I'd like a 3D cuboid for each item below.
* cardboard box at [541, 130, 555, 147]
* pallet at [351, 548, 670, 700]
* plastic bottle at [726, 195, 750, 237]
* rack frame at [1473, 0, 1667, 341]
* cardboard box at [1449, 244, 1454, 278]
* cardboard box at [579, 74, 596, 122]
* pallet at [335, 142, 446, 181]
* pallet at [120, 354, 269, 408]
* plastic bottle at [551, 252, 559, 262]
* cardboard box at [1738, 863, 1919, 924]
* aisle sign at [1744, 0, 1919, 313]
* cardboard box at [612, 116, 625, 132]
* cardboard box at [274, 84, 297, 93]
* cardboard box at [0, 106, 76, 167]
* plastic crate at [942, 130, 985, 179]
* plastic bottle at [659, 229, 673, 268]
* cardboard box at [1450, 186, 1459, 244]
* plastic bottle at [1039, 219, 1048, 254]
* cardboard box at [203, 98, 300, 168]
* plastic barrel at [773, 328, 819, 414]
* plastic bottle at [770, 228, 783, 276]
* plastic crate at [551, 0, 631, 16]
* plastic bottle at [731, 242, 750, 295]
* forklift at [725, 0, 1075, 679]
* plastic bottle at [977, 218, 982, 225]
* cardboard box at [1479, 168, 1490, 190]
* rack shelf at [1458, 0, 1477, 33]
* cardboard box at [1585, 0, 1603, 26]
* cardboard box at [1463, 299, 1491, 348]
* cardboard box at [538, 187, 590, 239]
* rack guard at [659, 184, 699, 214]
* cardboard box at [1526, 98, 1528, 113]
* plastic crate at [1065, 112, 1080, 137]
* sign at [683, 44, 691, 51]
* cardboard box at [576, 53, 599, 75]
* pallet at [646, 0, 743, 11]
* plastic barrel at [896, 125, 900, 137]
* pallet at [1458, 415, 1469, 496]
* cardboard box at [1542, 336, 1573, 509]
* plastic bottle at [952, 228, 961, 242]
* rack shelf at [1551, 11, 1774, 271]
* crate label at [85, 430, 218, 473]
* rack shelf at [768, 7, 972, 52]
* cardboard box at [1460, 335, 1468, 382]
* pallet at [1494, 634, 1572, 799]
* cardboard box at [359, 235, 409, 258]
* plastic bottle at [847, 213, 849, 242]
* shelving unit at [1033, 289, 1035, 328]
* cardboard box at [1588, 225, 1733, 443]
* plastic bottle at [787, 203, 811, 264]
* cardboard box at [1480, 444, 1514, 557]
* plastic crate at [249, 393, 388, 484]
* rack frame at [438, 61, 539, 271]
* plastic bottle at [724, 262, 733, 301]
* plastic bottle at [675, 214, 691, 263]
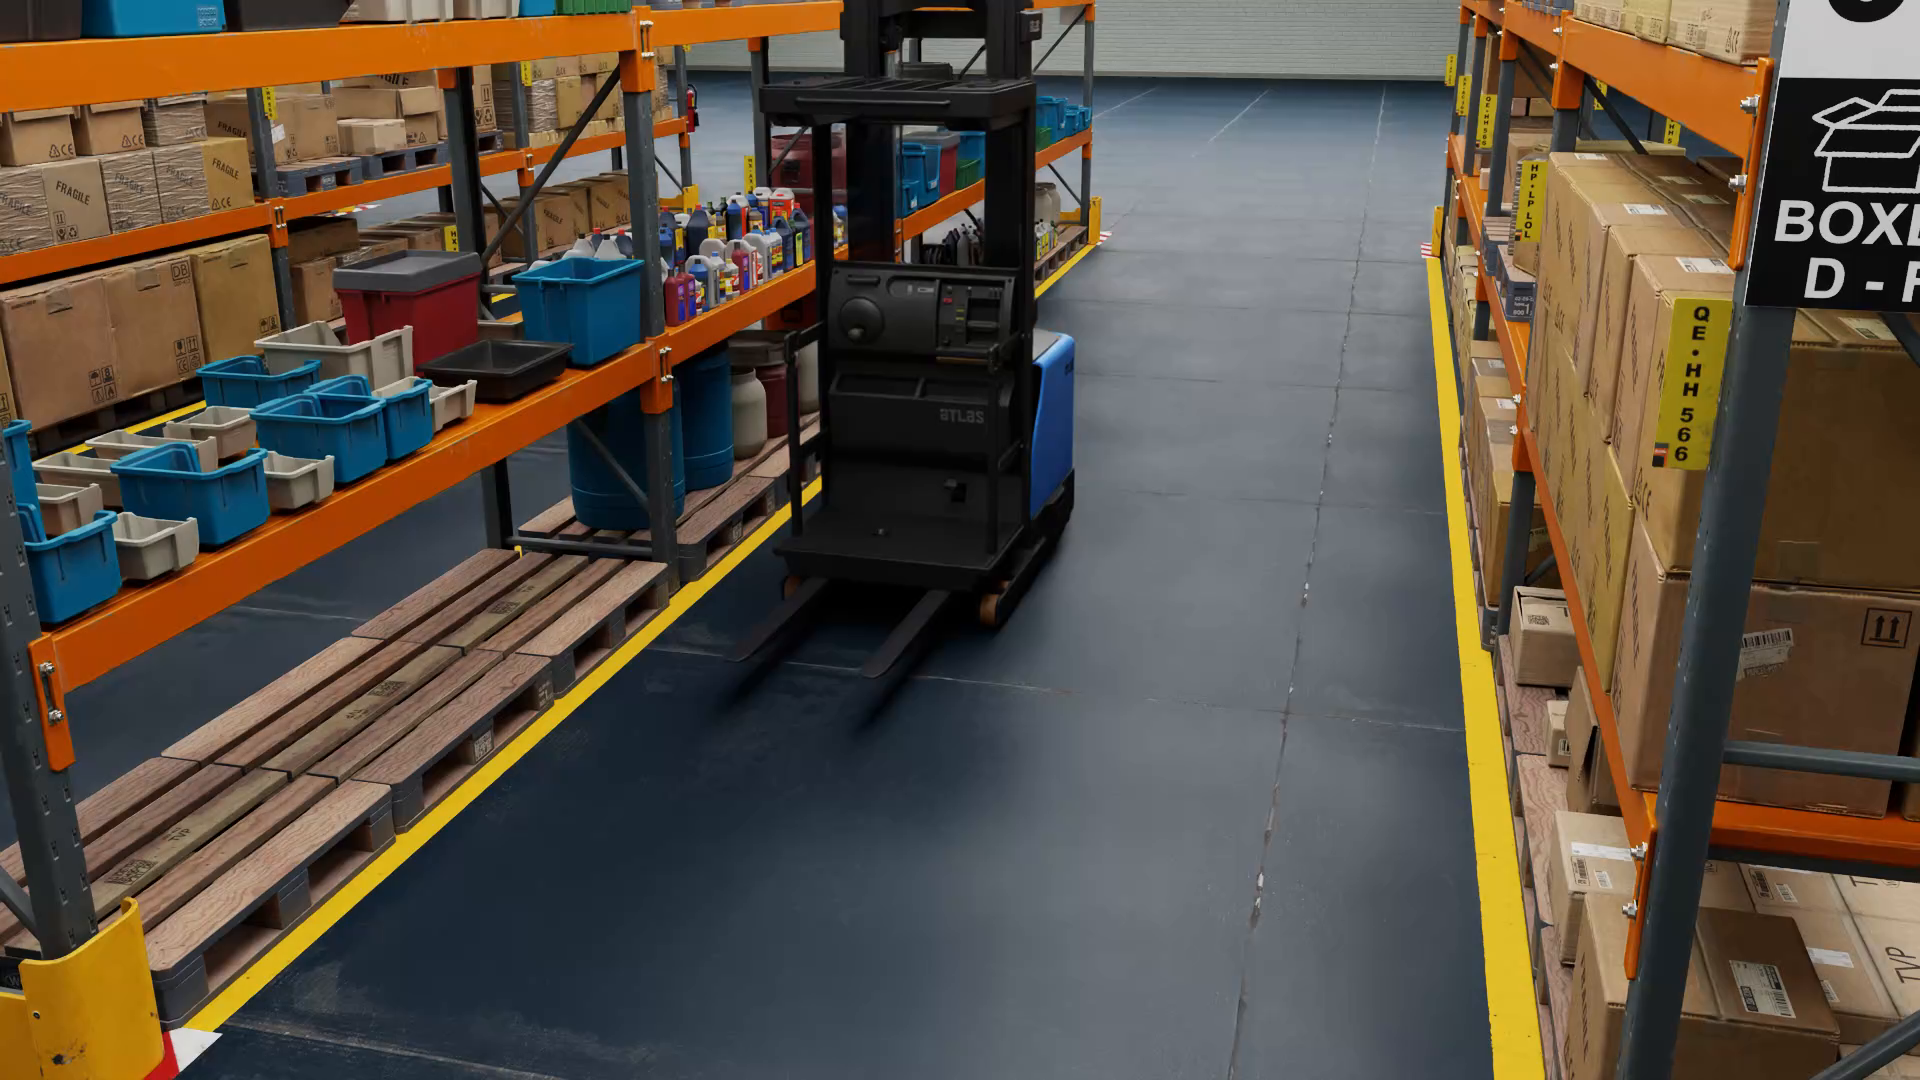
[{"bbox_3d":[-4.352,-4.089,16.907,0.380,0.149,0.250,5,19,13],"label":"cardboard box"},{"bbox_3d":[-2.063,0.365,7.793,1.003,0.211,1.213,5,19,13],"label":"pallet"},{"bbox_3d":[-1.476,-2.128,10.970,0.152,0.276,0.135,5,19,13],"label":"plastic bottle"},{"bbox_3d":[3.858,-2.050,10.548,1.000,3.000,0.127,5,19,13],"label":"rack frame"},{"bbox_3d":[4.977,-2.677,15.990,0.500,0.250,0.500,5,19,13],"label":"cardboard box"},{"bbox_3d":[-4.419,-4.730,17.780,0.875,0.500,0.500,5,19,13],"label":"cardboard box"},{"bbox_3d":[-5.303,-3.366,14.699,1.003,0.211,1.213,5,19,13],"label":"pallet"},{"bbox_3d":[-6.013,-1.273,12.587,1.003,0.211,1.213,5,19,13],"label":"pallet"},{"bbox_3d":[-2.126,-1.358,8.704,0.061,0.283,0.133,5,19,13],"label":"plastic bottle"},{"bbox_3d":[2.556,1.089,4.931,0.500,0.250,0.500,5,19,13],"label":"cardboard box"},{"bbox_3d":[1.590,-0.775,2.795,0.394,0.787,0.004,5,19,13],"label":"aisle sign"},{"bbox_3d":[-3.926,-4.638,18.514,0.380,0.149,0.250,5,19,13],"label":"cardboard box"},{"bbox_3d":[-8.737,-5.541,20.538,0.875,0.550,0.550,5,19,13],"label":"cardboard box"},{"bbox_3d":[-6.261,-2.713,10.782,0.797,0.503,0.637,5,20,15],"label":"cardboard box"},{"bbox_3d":[0.065,-3.318,14.286,0.392,0.384,0.575,5,19,13],"label":"plastic crate"},{"bbox_3d":[-1.711,-1.660,9.606,0.097,0.271,0.097,0,19,0],"label":"plastic bottle"},{"bbox_3d":[5.097,-3.189,16.328,0.500,0.500,0.500,5,19,13],"label":"cardboard box"},{"bbox_3d":[0.828,-3.121,17.103,0.144,0.351,0.185,5,20,16],"label":"plastic bottle"},{"bbox_3d":[-5.654,-3.252,13.263,0.500,0.500,0.500,2,19,7],"label":"cardboard box"},{"bbox_3d":[-1.098,-1.125,11.039,0.421,0.512,0.421,0,19,0],"label":"plastic barrel"},{"bbox_3d":[-1.077,-1.670,9.636,0.097,0.271,0.097,0,19,0],"label":"plastic bottle"},{"bbox_3d":[-1.732,-2.351,7.117,0.450,0.188,0.662,5,19,13],"label":"plastic crate"},{"bbox_3d":[-1.201,-1.493,9.098,0.061,0.283,0.133,5,19,13],"label":"plastic bottle"},{"bbox_3d":[-0.249,-1.108,7.898,1.130,2.935,3.031,5,20,15],"label":"forklift"},{"bbox_3d":[0.192,-3.259,17.611,0.061,0.283,0.133,5,19,14],"label":"plastic bottle"},{"bbox_3d":[4.421,-2.923,13.493,0.380,0.149,0.250,5,19,13],"label":"cardboard box"},{"bbox_3d":[5.324,-5.009,15.685,1.077,0.370,4.000,5,19,13],"label":"rack shelf"},{"bbox_3d":[2.396,-1.855,5.570,0.500,0.250,0.500,5,19,13],"label":"cardboard box"},{"bbox_3d":[3.868,-1.560,11.850,0.500,0.311,0.500,4,19,13],"label":"cardboard box"},{"bbox_3d":[-4.425,-3.606,18.322,0.500,0.500,0.500,3,19,9],"label":"cardboard box"},{"bbox_3d":[-3.811,-4.134,20.517,1.175,0.500,0.348,5,19,13],"label":"rack guard"},{"bbox_3d":[5.150,-3.805,14.530,0.380,0.149,0.250,5,19,14],"label":"cardboard box"},{"bbox_3d":[1.014,-4.496,17.939,0.499,0.251,0.408,5,19,13],"label":"plastic crate"},{"bbox_3d":[-3.259,-5.988,19.798,0.100,0.325,0.005,5,19,13],"label":"sign"},{"bbox_3d":[-4.170,-5.183,17.559,0.500,0.500,0.500,5,19,13],"label":"cardboard box"},{"bbox_3d":[-1.825,-2.772,8.314,1.213,0.211,1.003,5,19,13],"label":"pallet"},{"bbox_3d":[-0.698,-3.112,13.448,0.433,0.535,0.433,0,19,0],"label":"plastic barrel"},{"bbox_3d":[3.639,-0.499,10.322,1.003,0.211,1.213,5,19,13],"label":"pallet"},{"bbox_3d":[2.246,-0.388,5.528,0.500,0.500,0.500,5,19,13],"label":"cardboard box"},{"bbox_3d":[-0.042,-2.935,16.558,0.144,0.351,0.185,4,19,11],"label":"plastic bottle"},{"bbox_3d":[2.392,-1.248,4.674,1.077,0.370,4.000,5,19,13],"label":"rack shelf"},{"bbox_3d":[-2.746,-0.287,5.703,0.396,0.136,0.243,5,19,13],"label":"crate label"},{"bbox_3d":[-0.455,-4.148,13.163,1.077,0.370,4.000,5,19,13],"label":"rack shelf"},{"bbox_3d":[3.873,-1.293,11.938,0.500,0.250,0.500,4,19,13],"label":"cardboard box"},{"bbox_3d":[2.712,0.739,6.698,1.003,0.211,1.213,5,19,13],"label":"pallet"},{"bbox_3d":[-5.348,-2.423,14.828,0.700,0.500,0.500,6,20,18],"label":"cardboard box"},{"bbox_3d":[-0.755,-2.050,10.856,0.097,0.201,0.097,0,19,0],"label":"plastic bottle"},{"bbox_3d":[0.256,-0.841,9.793,0.258,1.200,0.503,5,20,15],"label":"shelving unit"},{"bbox_3d":[1.991,-0.545,4.442,0.500,0.500,0.500,5,20,15],"label":"cardboard box"},{"bbox_3d":[-0.988,-1.854,10.050,0.144,0.351,0.185,5,19,13],"label":"plastic bottle"},{"bbox_3d":[2.853,-0.153,8.181,0.500,0.500,0.500,5,19,14],"label":"cardboard box"},{"bbox_3d":[-2.197,-0.348,5.732,0.416,0.233,0.300,5,19,13],"label":"plastic crate"},{"bbox_3d":[-4.770,-4.087,16.513,1.000,3.000,0.127,5,19,13],"label":"rack frame"},{"bbox_3d":[-1.271,-1.389,8.920,0.097,0.201,0.097,0,19,0],"label":"plastic bottle"},{"bbox_3d":[-1.702,-1.839,10.122,0.152,0.276,0.135,5,19,13],"label":"plastic bottle"}]
